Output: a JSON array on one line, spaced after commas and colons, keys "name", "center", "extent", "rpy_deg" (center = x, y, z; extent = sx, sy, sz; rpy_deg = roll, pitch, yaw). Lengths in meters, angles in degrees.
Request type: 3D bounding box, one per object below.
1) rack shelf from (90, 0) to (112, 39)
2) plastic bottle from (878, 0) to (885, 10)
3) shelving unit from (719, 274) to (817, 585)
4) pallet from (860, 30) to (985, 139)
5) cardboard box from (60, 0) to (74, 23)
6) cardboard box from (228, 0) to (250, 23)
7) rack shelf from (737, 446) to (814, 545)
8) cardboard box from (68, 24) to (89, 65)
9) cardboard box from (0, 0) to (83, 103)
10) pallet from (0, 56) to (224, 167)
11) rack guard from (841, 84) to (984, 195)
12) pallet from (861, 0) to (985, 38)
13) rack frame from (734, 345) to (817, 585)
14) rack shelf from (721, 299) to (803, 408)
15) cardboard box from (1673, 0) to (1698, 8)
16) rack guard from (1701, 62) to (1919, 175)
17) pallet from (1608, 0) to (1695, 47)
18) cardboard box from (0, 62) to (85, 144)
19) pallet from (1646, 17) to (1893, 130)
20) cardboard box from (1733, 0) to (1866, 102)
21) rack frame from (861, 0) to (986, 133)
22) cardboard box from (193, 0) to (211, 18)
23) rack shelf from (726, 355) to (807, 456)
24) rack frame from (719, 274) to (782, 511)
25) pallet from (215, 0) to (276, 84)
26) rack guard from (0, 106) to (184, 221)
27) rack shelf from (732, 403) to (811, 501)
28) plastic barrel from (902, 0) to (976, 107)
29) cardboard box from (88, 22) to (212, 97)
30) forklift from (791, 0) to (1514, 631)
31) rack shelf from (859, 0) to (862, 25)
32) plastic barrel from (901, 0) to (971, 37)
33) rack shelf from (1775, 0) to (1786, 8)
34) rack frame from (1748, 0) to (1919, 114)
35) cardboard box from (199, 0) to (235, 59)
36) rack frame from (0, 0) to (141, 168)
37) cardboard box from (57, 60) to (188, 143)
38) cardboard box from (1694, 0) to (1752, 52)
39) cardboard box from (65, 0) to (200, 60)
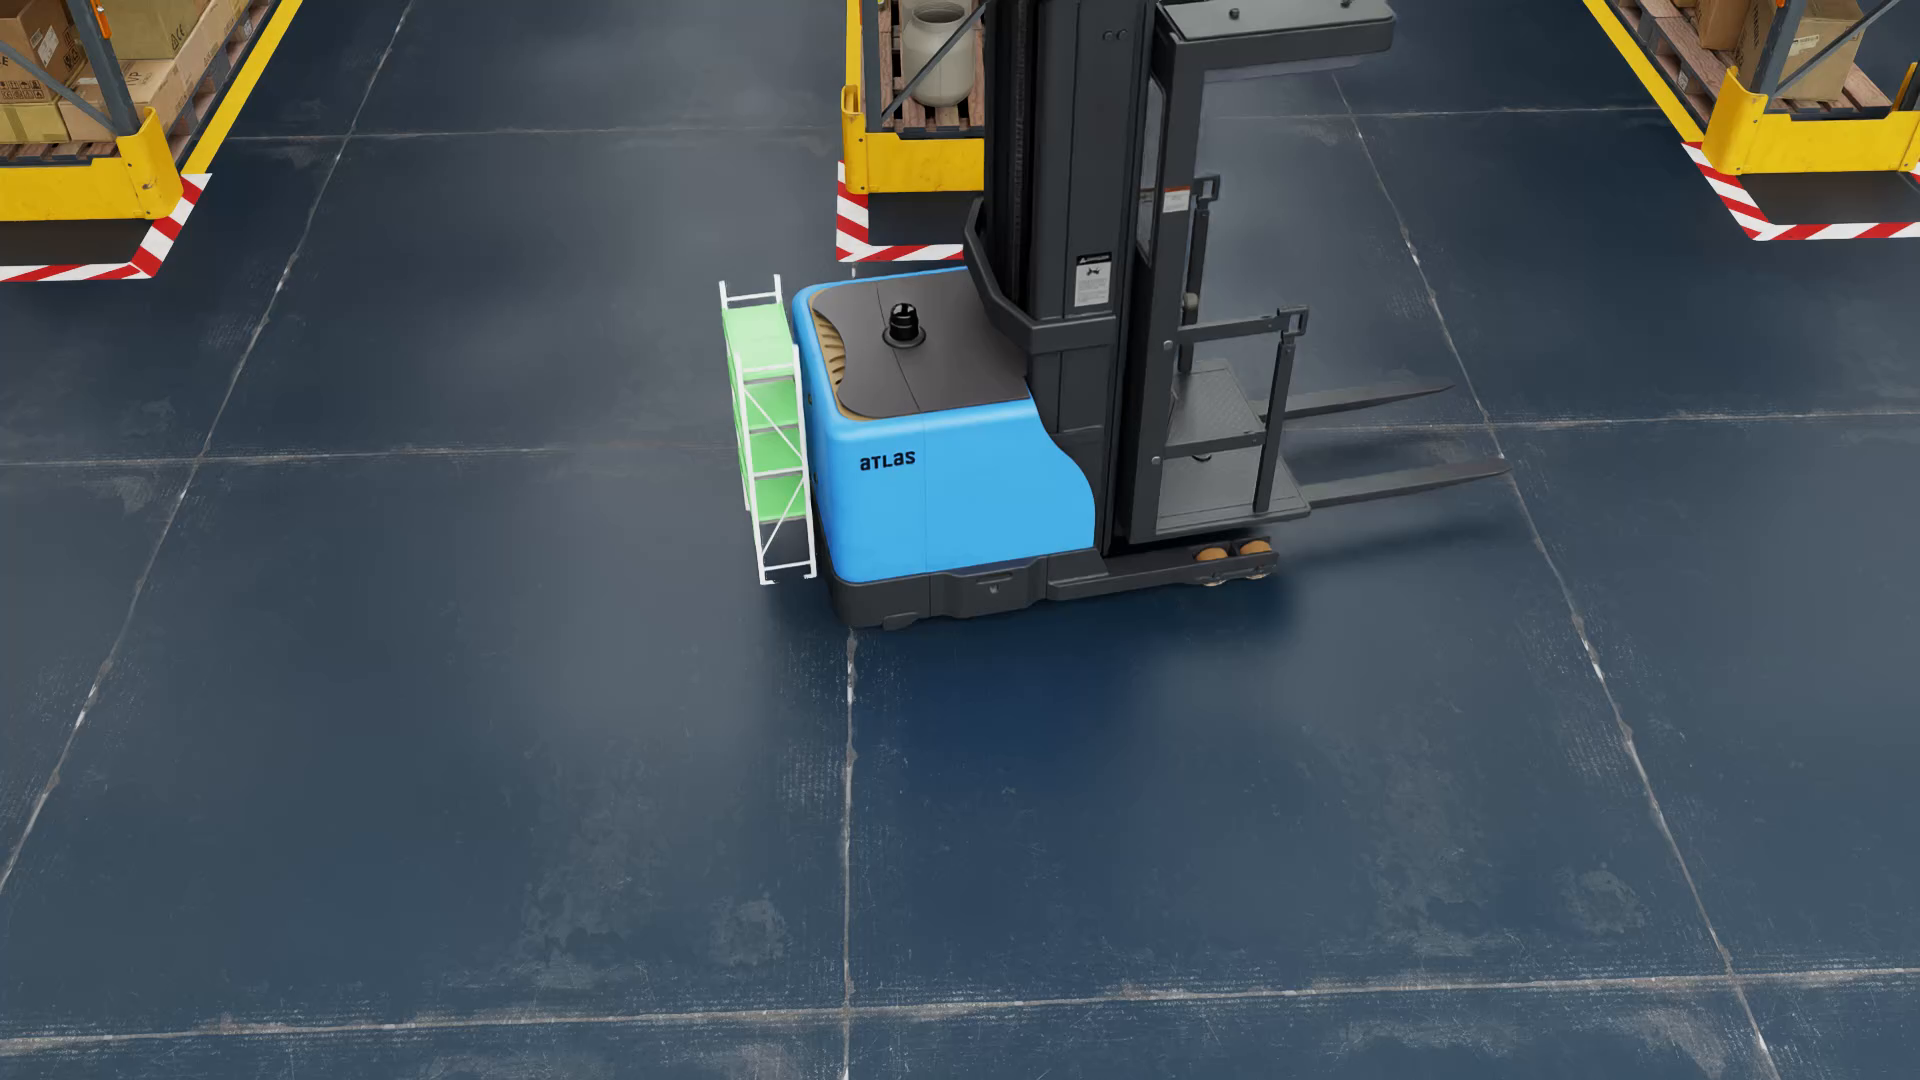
[{"name": "rack shelf", "center": [-5.050, -4.081, 10.015], "extent": [1.077, 0.370, 4.000], "rpy_deg": [-2, 43, -2]}, {"name": "plastic bottle", "center": [-0.532, -3.494, 10.587], "extent": [0.097, 0.201, 0.097], "rpy_deg": [0, 43, 0]}, {"name": "shelving unit", "center": [-0.782, -0.433, 6.834], "extent": [0.258, 1.200, 0.503], "rpy_deg": [-9, 43, -9]}, {"name": "pallet", "center": [-0.096, -2.706, 10.046], "extent": [1.003, 0.211, 1.213], "rpy_deg": [-2, 43, -2]}, {"name": "cardboard box", "center": [-5.343, -3.442, 9.954], "extent": [0.500, 0.500, 0.500], "rpy_deg": [-2, 43, -2]}, {"name": "cardboard box", "center": [-4.828, -3.518, 10.593], "extent": [0.500, 0.250, 0.500], "rpy_deg": [-2, 43, -2]}, {"name": "rack shelf", "center": [-0.782, -0.209, 7.040], "extent": [0.258, 0.148, 0.480], "rpy_deg": [-9, 43, -9]}, {"name": "cardboard box", "center": [-5.317, -2.828, 9.839], "extent": [0.500, 0.250, 0.500], "rpy_deg": [-2, 43, -2]}, {"name": "cardboard box", "center": [-5.285, -2.767, 9.218], "extent": [0.500, 0.500, 0.500], "rpy_deg": [-2, 43, -2]}, {"name": "pallet", "center": [-5.040, -2.483, 9.803], "extent": [1.003, 0.211, 1.213], "rpy_deg": [-2, 43, -2]}, {"name": "rack guard", "center": [-0.067, -2.264, 9.350], "extent": [1.175, 0.500, 0.348], "rpy_deg": [-2, 43, -2]}, {"name": "pallet", "center": [-0.145, -3.528, 10.943], "extent": [1.003, 0.211, 1.213], "rpy_deg": [-2, 43, -2]}, {"name": "rack frame", "center": [-0.728, -0.272, 6.659], "extent": [0.240, 1.200, 0.015], "rpy_deg": [-9, 43, -9]}, {"name": "rack shelf", "center": [-0.782, -0.740, 6.553], "extent": [0.258, 0.148, 0.480], "rpy_deg": [-9, 43, -9]}, {"name": "cardboard box", "center": [4.855, -3.759, 10.670], "extent": [0.500, 0.500, 0.500], "rpy_deg": [2, 43, 2]}, {"name": "rack guard", "center": [4.929, -2.408, 9.507], "extent": [1.175, 0.500, 0.348], "rpy_deg": [-2, 43, -2]}, {"name": "pallet", "center": [4.881, -3.672, 11.100], "extent": [1.003, 0.211, 1.213], "rpy_deg": [-2, 43, -2]}, {"name": "cardboard box", "center": [-5.283, -2.491, 9.472], "extent": [0.500, 0.250, 0.500], "rpy_deg": [-2, 43, -2]}, {"name": "pallet", "center": [4.930, -2.851, 10.204], "extent": [1.003, 0.211, 1.213], "rpy_deg": [-2, 43, -2]}, {"name": "cardboard box", "center": [4.922, -2.933, 9.769], "extent": [0.500, 0.500, 0.500], "rpy_deg": [6, 43, 6]}, {"name": "rack frame", "center": [-0.016, -3.136, 8.451], "extent": [1.000, 3.000, 0.127], "rpy_deg": [-2, 43, -2]}, {"name": "cardboard box", "center": [-4.823, -3.457, 9.970], "extent": [0.500, 0.500, 0.500], "rpy_deg": [-2, 43, -2]}, {"name": "rack shelf", "center": [-0.782, -0.563, 6.715], "extent": [0.258, 0.148, 0.480], "rpy_deg": [-9, 43, -9]}, {"name": "rack frame", "center": [-0.836, -0.594, 7.010], "extent": [0.240, 1.200, 0.015], "rpy_deg": [-9, 43, -9]}, {"name": "pallet", "center": [-5.088, -3.305, 10.699], "extent": [1.003, 0.211, 1.213], "rpy_deg": [-2, 43, -2]}, {"name": "rack guard", "center": [-4.964, -2.058, 9.126], "extent": [1.175, 0.500, 0.348], "rpy_deg": [-2, 43, -2]}, {"name": "rack shelf", "center": [-0.782, -0.386, 6.878], "extent": [0.258, 0.148, 0.480], "rpy_deg": [-9, 43, -9]}, {"name": "plastic barrel", "center": [-0.121, -2.815, 9.632], "extent": [0.421, 0.512, 0.421], "rpy_deg": [0, 43, 0]}, {"name": "cardboard box", "center": [-4.791, -2.843, 9.856], "extent": [0.500, 0.250, 0.500], "rpy_deg": [-2, 43, -2]}, {"name": "forklift", "center": [0.871, -1.226, 6.419], "extent": [3.031, 2.935, 1.130], "rpy_deg": [-9, 43, -9]}, {"name": "rack shelf", "center": [-0.101, -4.221, 10.167], "extent": [1.077, 0.370, 4.000], "rpy_deg": [-2, 43, -2]}, {"name": "plastic barrel", "center": [-0.142, -3.154, 10.001], "extent": [0.421, 0.512, 0.421], "rpy_deg": [0, 43, 0]}, {"name": "rack shelf", "center": [4.847, -4.363, 10.322], "extent": [1.077, 0.370, 4.000], "rpy_deg": [-2, 43, -2]}, {"name": "rack frame", "center": [4.932, -3.278, 8.606], "extent": [1.000, 3.000, 0.127], "rpy_deg": [-2, 43, -2]}, {"name": "cardboard box", "center": [-4.812, -3.181, 10.224], "extent": [0.500, 0.250, 0.500], "rpy_deg": [-2, 43, -2]}, {"name": "rack frame", "center": [-4.965, -2.996, 8.299], "extent": [1.000, 3.000, 0.127], "rpy_deg": [-2, 43, -2]}, {"name": "cardboard box", "center": [-4.766, -2.506, 9.488], "extent": [0.500, 0.250, 0.500], "rpy_deg": [-2, 43, -2]}, {"name": "cardboard box", "center": [4.863, -3.336, 10.208], "extent": [0.500, 0.500, 0.500], "rpy_deg": [9, 43, 9]}, {"name": "cardboard box", "center": [-4.789, -3.120, 9.603], "extent": [0.500, 0.500, 0.500], "rpy_deg": [-2, 43, -2]}]
